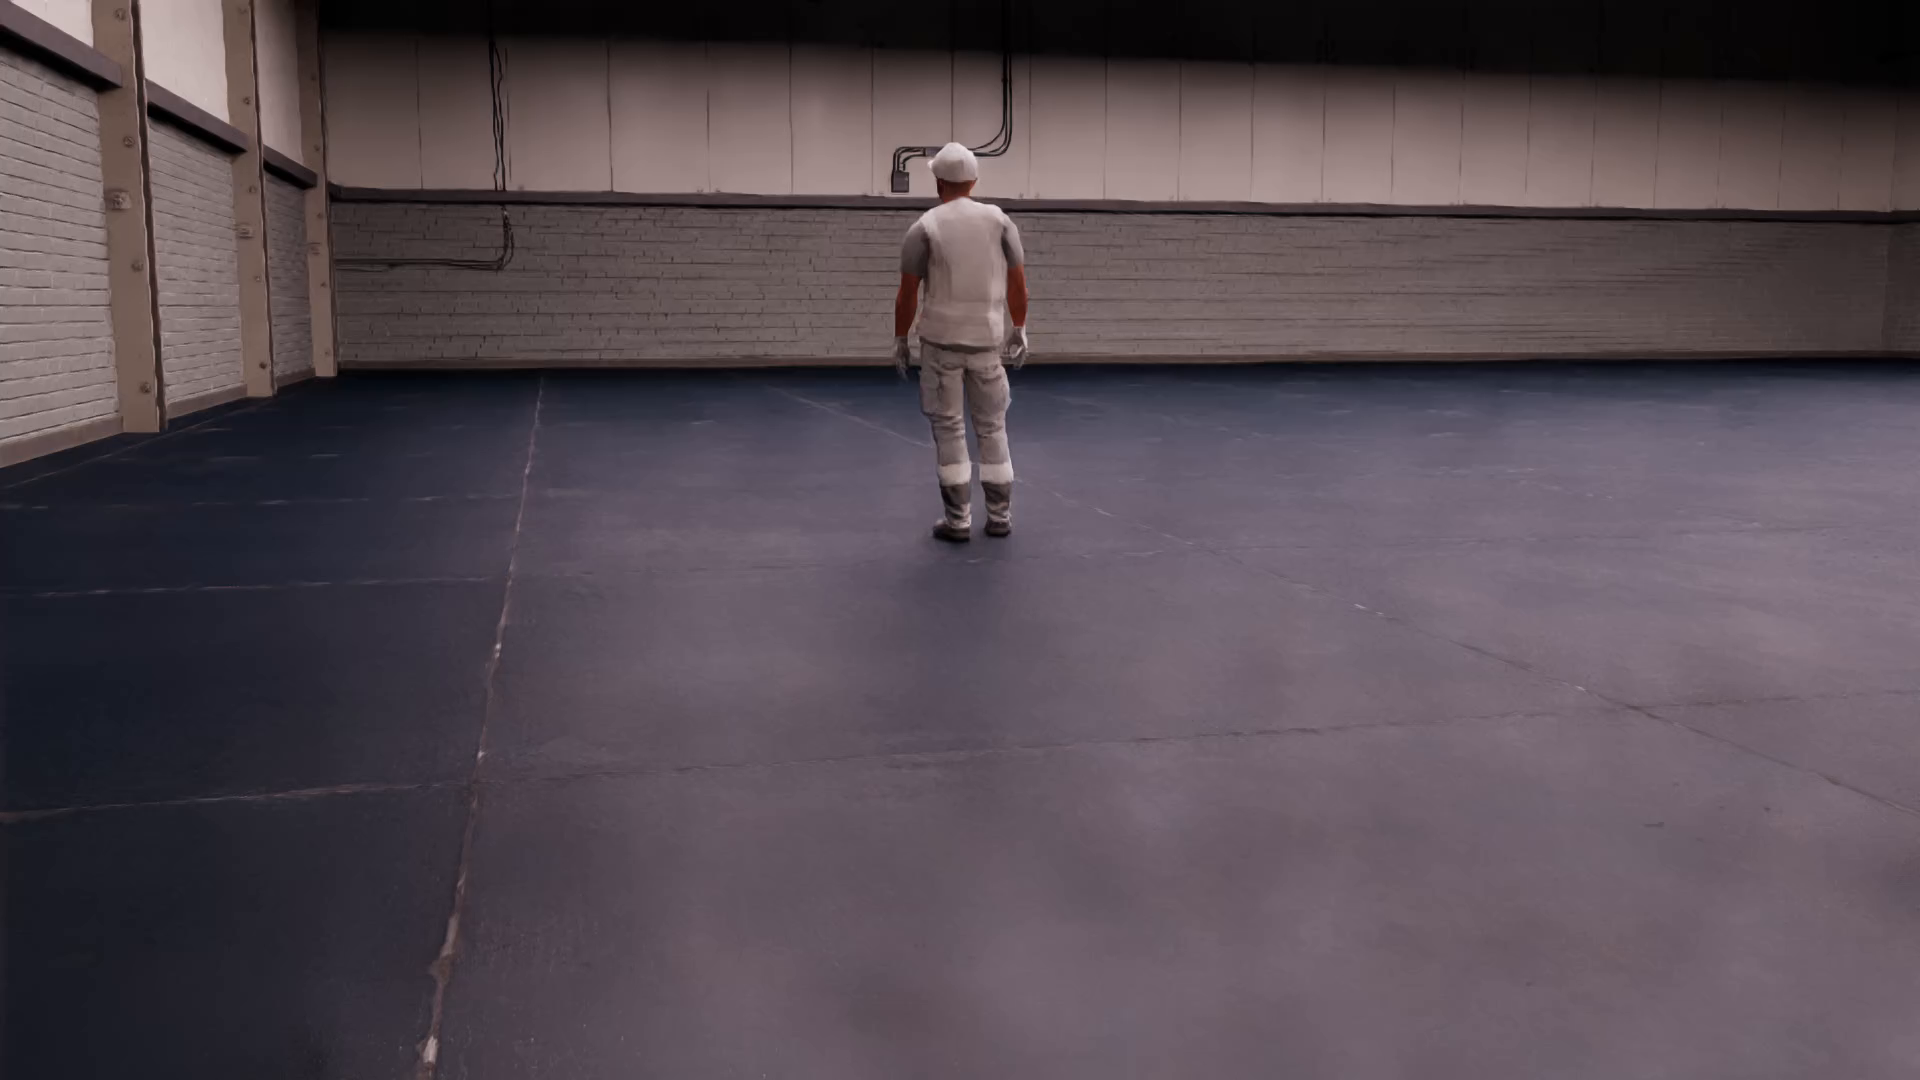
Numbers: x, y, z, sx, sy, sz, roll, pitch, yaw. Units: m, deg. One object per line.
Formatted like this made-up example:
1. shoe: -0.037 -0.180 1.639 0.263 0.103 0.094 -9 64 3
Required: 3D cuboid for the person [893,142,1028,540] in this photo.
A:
1. person: -0.008 -0.904 7.662 0.637 1.787 0.563 -2 8 -13
